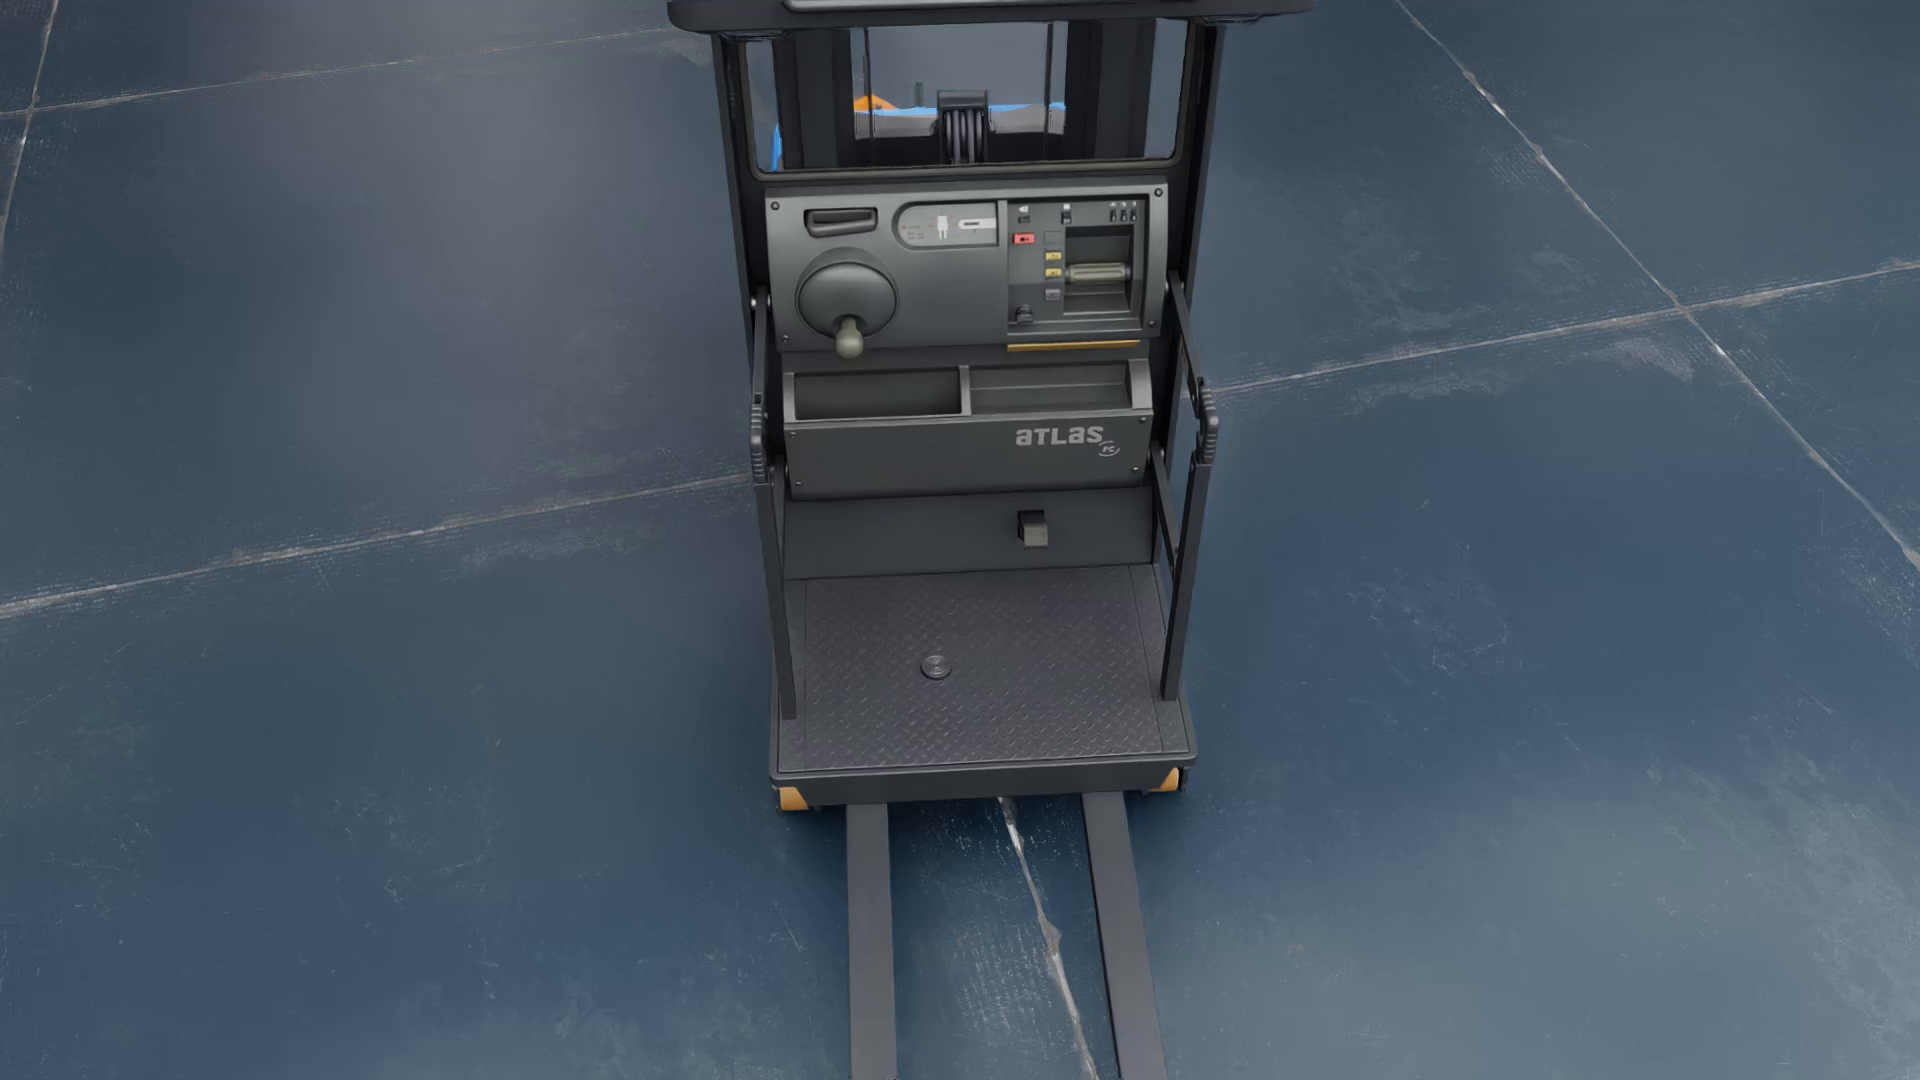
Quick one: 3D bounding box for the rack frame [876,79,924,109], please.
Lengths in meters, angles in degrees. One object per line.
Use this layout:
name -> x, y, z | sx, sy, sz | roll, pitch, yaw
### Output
rack frame -> -0.185, -1.018, 5.512 | 0.008, 1.050, 0.200 | 34, 54, 29

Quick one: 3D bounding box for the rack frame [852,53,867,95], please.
rack frame -> -0.364, -1.137, 5.629 | 0.008, 1.050, 0.200 | 34, 54, 29

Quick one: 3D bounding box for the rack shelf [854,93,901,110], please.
rack shelf -> -0.274, -1.268, 5.376 | 0.240, 0.259, 0.215 | 34, 54, 29

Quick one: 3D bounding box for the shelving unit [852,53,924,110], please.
shelving unit -> -0.274, -1.077, 5.571 | 0.252, 1.050, 0.215 | 34, 54, 29

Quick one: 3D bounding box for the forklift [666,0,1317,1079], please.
forklift -> 0.035, -0.540, 3.727 | 1.130, 2.935, 3.031 | -3, 46, -2
